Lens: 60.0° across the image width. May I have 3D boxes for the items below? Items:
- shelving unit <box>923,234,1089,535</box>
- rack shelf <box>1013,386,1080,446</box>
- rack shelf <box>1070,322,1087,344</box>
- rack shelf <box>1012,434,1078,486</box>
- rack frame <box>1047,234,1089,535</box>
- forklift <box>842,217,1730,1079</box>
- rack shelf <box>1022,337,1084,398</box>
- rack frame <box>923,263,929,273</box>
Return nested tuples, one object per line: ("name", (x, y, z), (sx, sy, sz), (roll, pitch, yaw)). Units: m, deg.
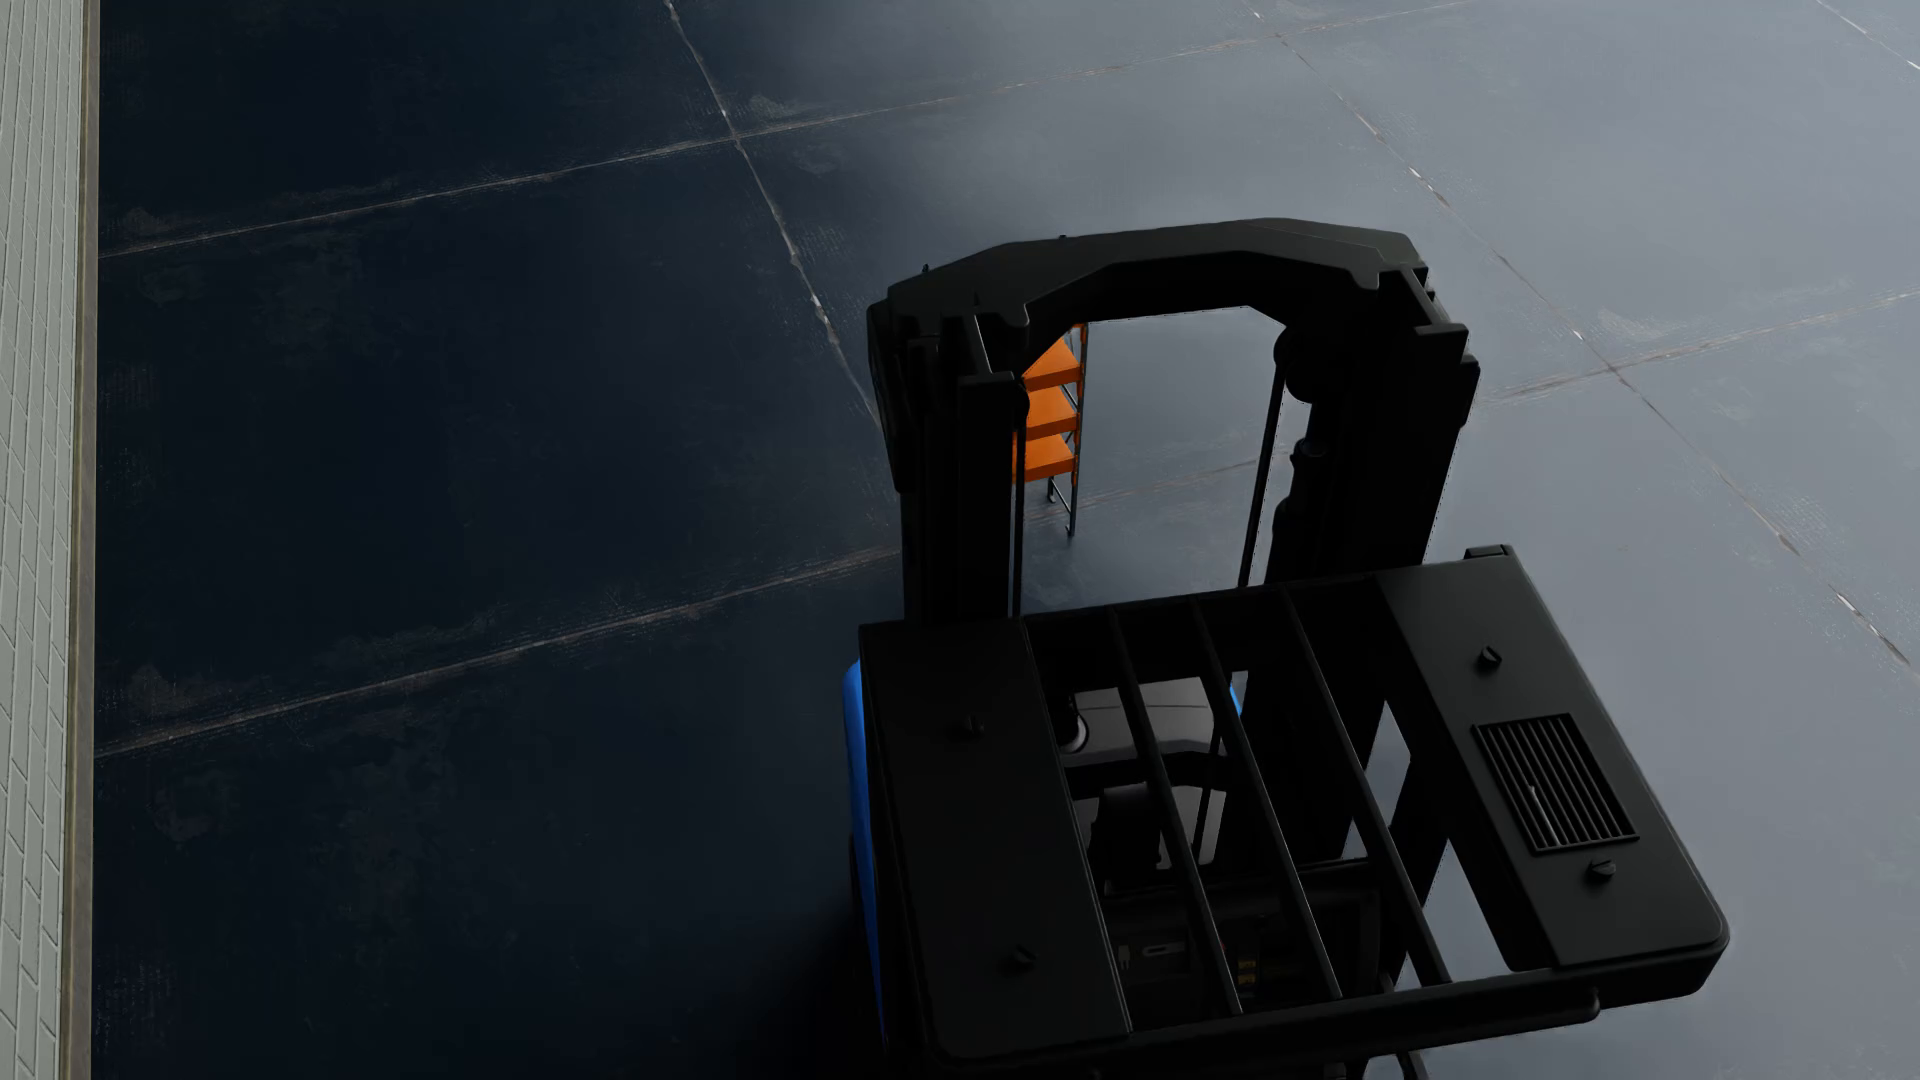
("shelving unit", (0.156, -0.463, 5.865), (0.503, 1.200, 0.258), (-14, 47, -14))
("rack shelf", (0.156, -0.416, 5.912), (0.480, 0.148, 0.258), (-14, 47, -14))
("rack shelf", (0.156, -0.741, 5.586), (0.480, 0.148, 0.258), (-14, 47, -14))
("rack shelf", (0.156, -0.276, 6.053), (0.480, 0.148, 0.258), (-14, 47, -14))
("rack frame", (0.385, -0.522, 5.923), (0.015, 1.200, 0.240), (-14, 47, -14))
("forklift", (0.425, 1.007, 3.177), (1.130, 2.935, 3.031), (-7, 46, -7))
("rack shelf", (0.156, -0.574, 5.754), (0.480, 0.148, 0.258), (-14, 47, -14))
("rack frame", (-0.074, -0.405, 5.806), (0.015, 1.200, 0.240), (-14, 47, -14))
